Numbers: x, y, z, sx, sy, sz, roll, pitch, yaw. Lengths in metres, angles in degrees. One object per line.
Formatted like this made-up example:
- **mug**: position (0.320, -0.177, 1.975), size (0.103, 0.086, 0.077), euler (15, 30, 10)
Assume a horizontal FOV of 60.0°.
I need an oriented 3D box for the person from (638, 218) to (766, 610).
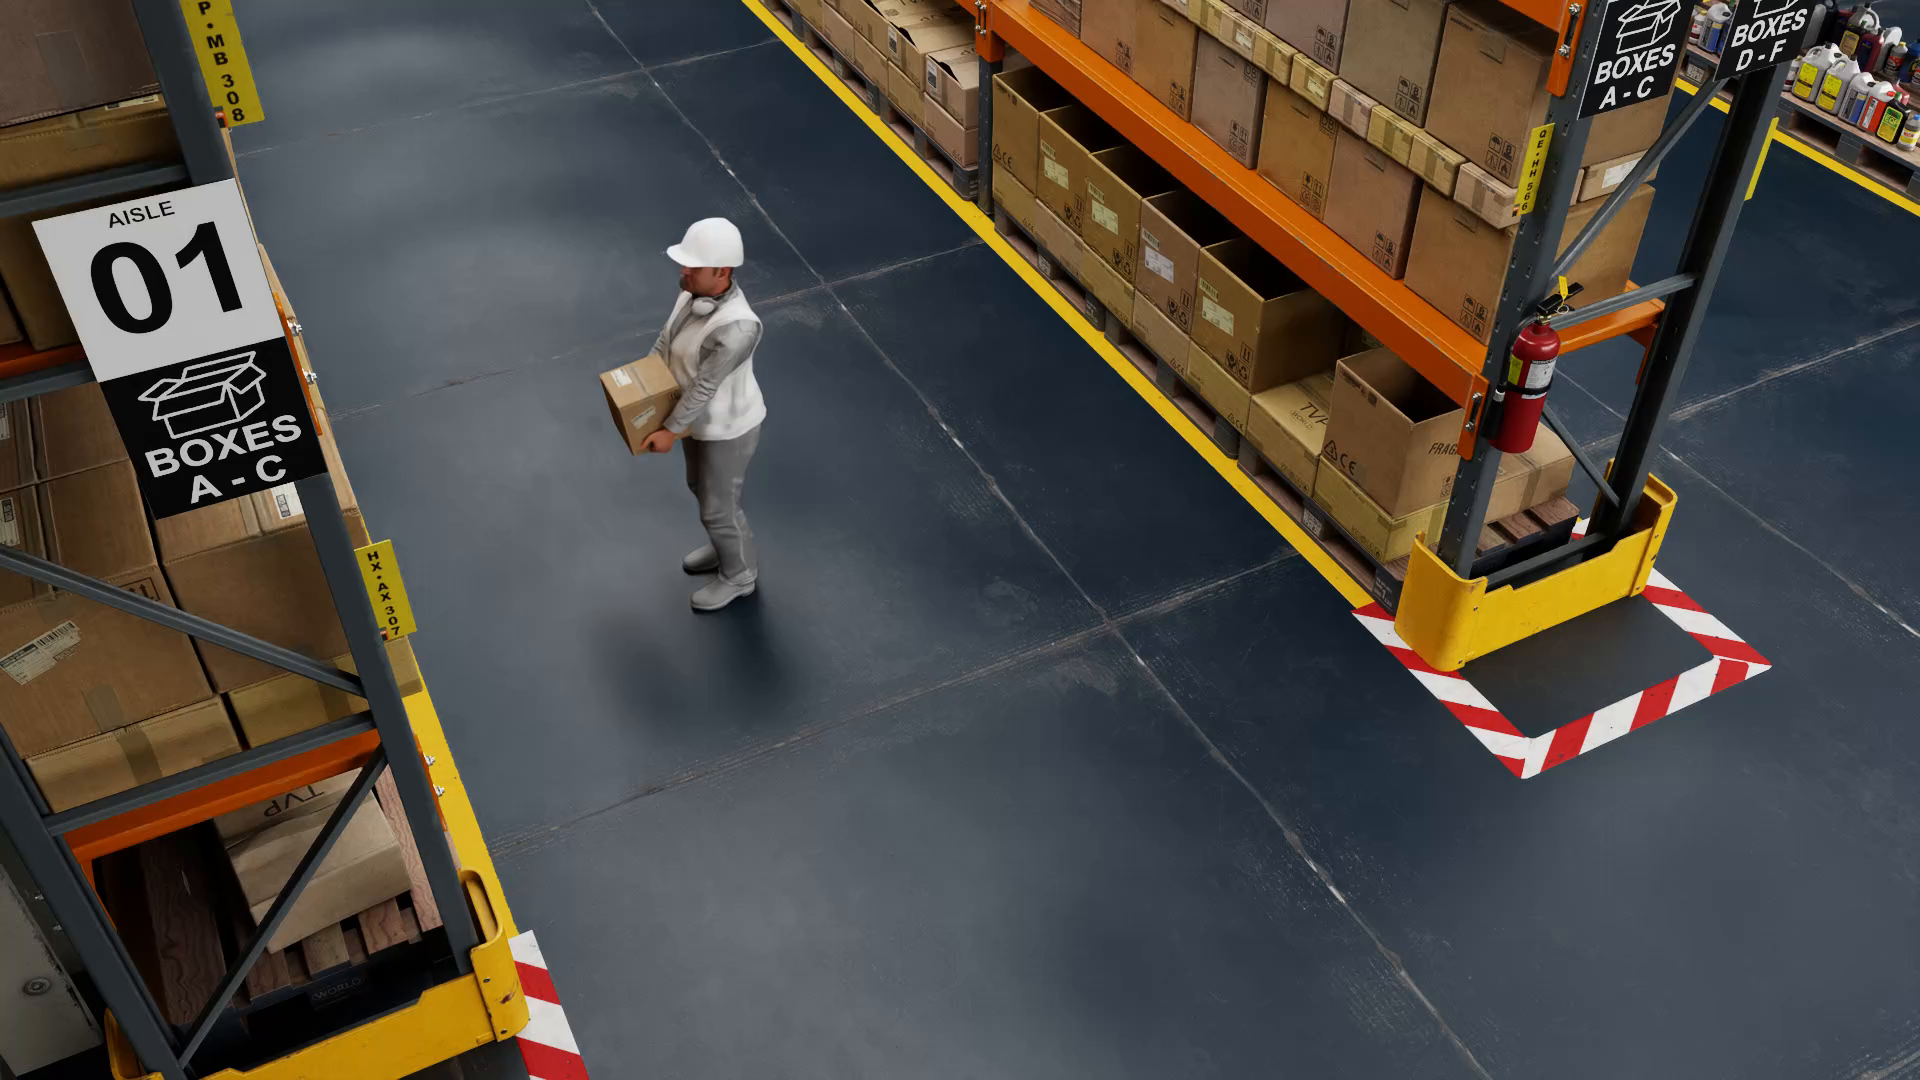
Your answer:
- **person**: position (-1.062, -0.474, 6.689), size (0.546, 1.765, 0.494), euler (-18, 44, -20)
